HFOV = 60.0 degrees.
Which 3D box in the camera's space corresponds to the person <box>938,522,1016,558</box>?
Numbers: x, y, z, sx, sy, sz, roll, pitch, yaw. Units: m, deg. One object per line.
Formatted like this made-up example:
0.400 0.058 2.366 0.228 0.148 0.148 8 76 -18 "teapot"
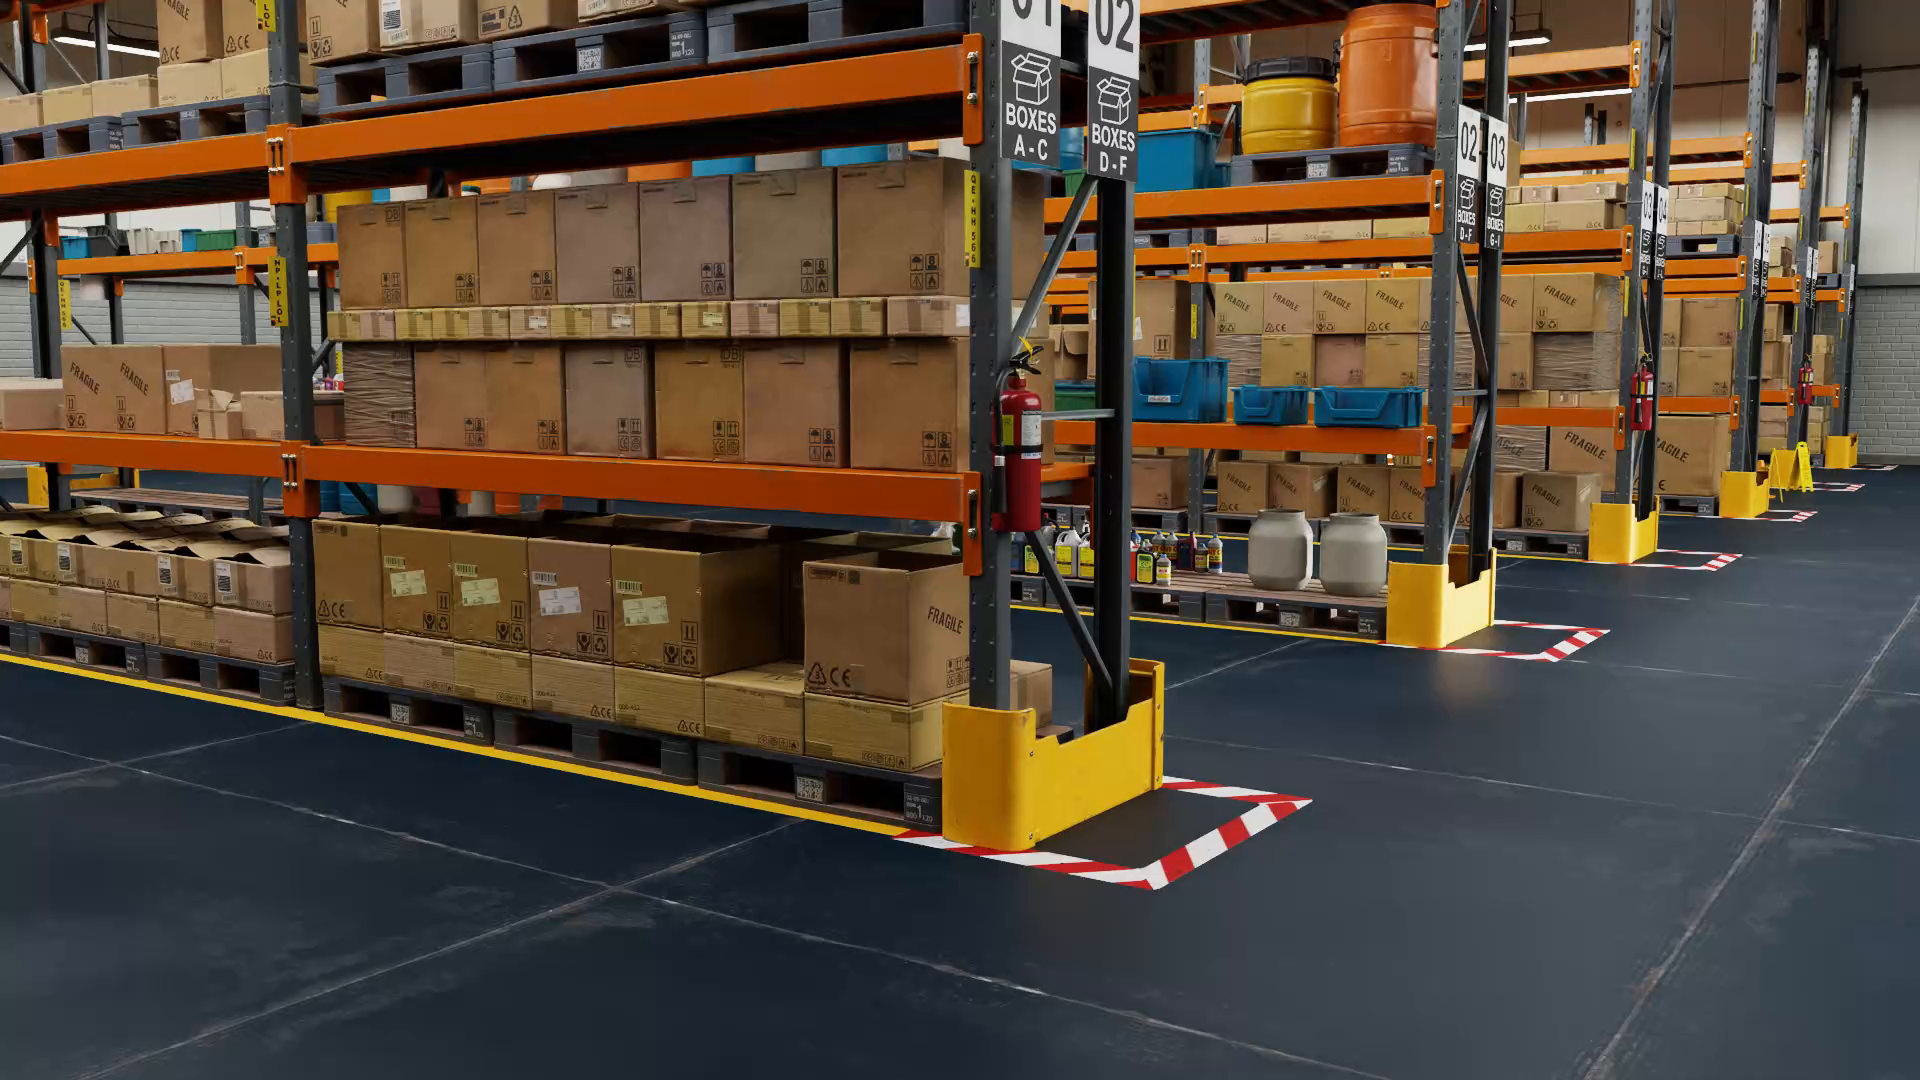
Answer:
0.057 -0.079 8.285 0.561 1.790 0.638 4 7 33 "person"
